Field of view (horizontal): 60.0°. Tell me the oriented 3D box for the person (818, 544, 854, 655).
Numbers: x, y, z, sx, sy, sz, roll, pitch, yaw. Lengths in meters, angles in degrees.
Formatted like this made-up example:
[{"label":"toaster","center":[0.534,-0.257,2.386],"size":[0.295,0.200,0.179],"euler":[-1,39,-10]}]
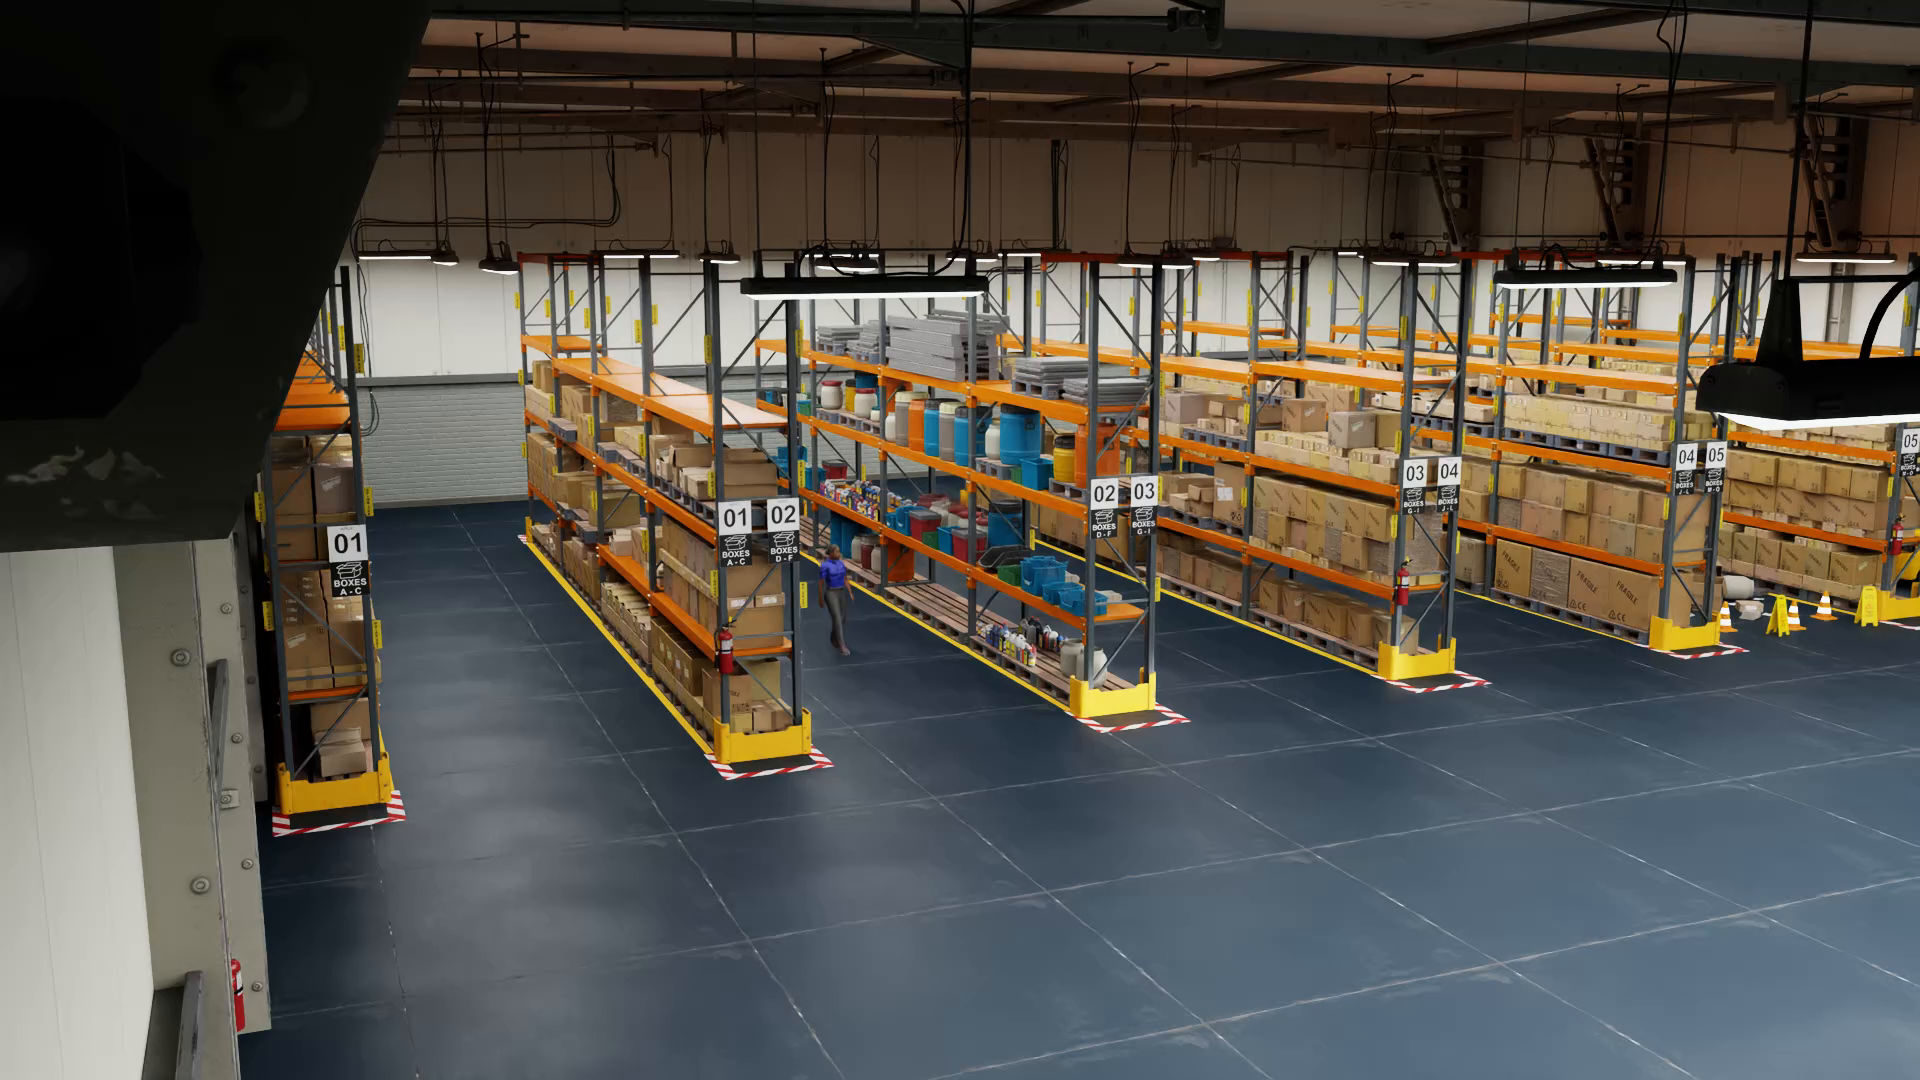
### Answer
[{"label":"person","center":[-1.852,0.906,25.688],"size":[0.477,1.636,0.744],"euler":[-10,14,-44]}]
